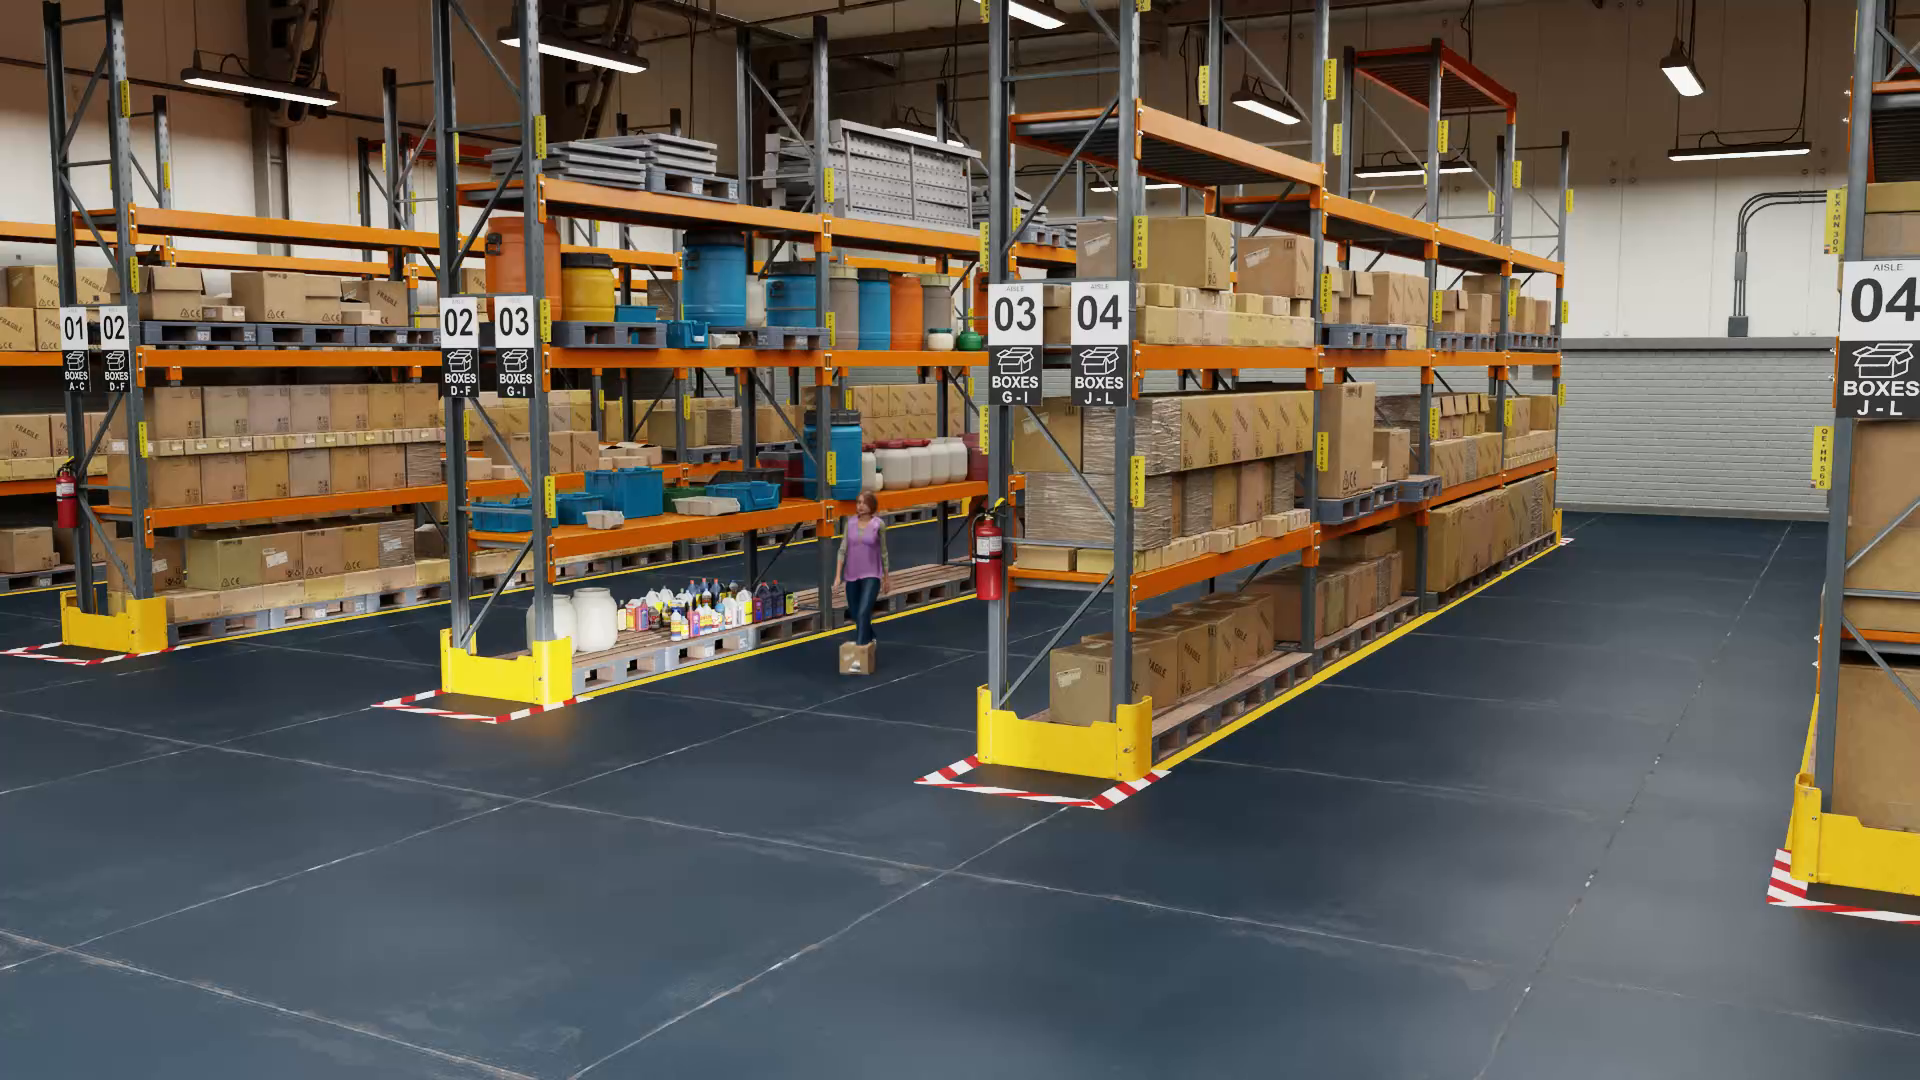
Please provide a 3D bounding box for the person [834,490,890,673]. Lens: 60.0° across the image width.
[{"bbox_3d":[-0.858,0.331,14.628,0.429,1.545,0.931,2,6,17],"label":"person"}]
